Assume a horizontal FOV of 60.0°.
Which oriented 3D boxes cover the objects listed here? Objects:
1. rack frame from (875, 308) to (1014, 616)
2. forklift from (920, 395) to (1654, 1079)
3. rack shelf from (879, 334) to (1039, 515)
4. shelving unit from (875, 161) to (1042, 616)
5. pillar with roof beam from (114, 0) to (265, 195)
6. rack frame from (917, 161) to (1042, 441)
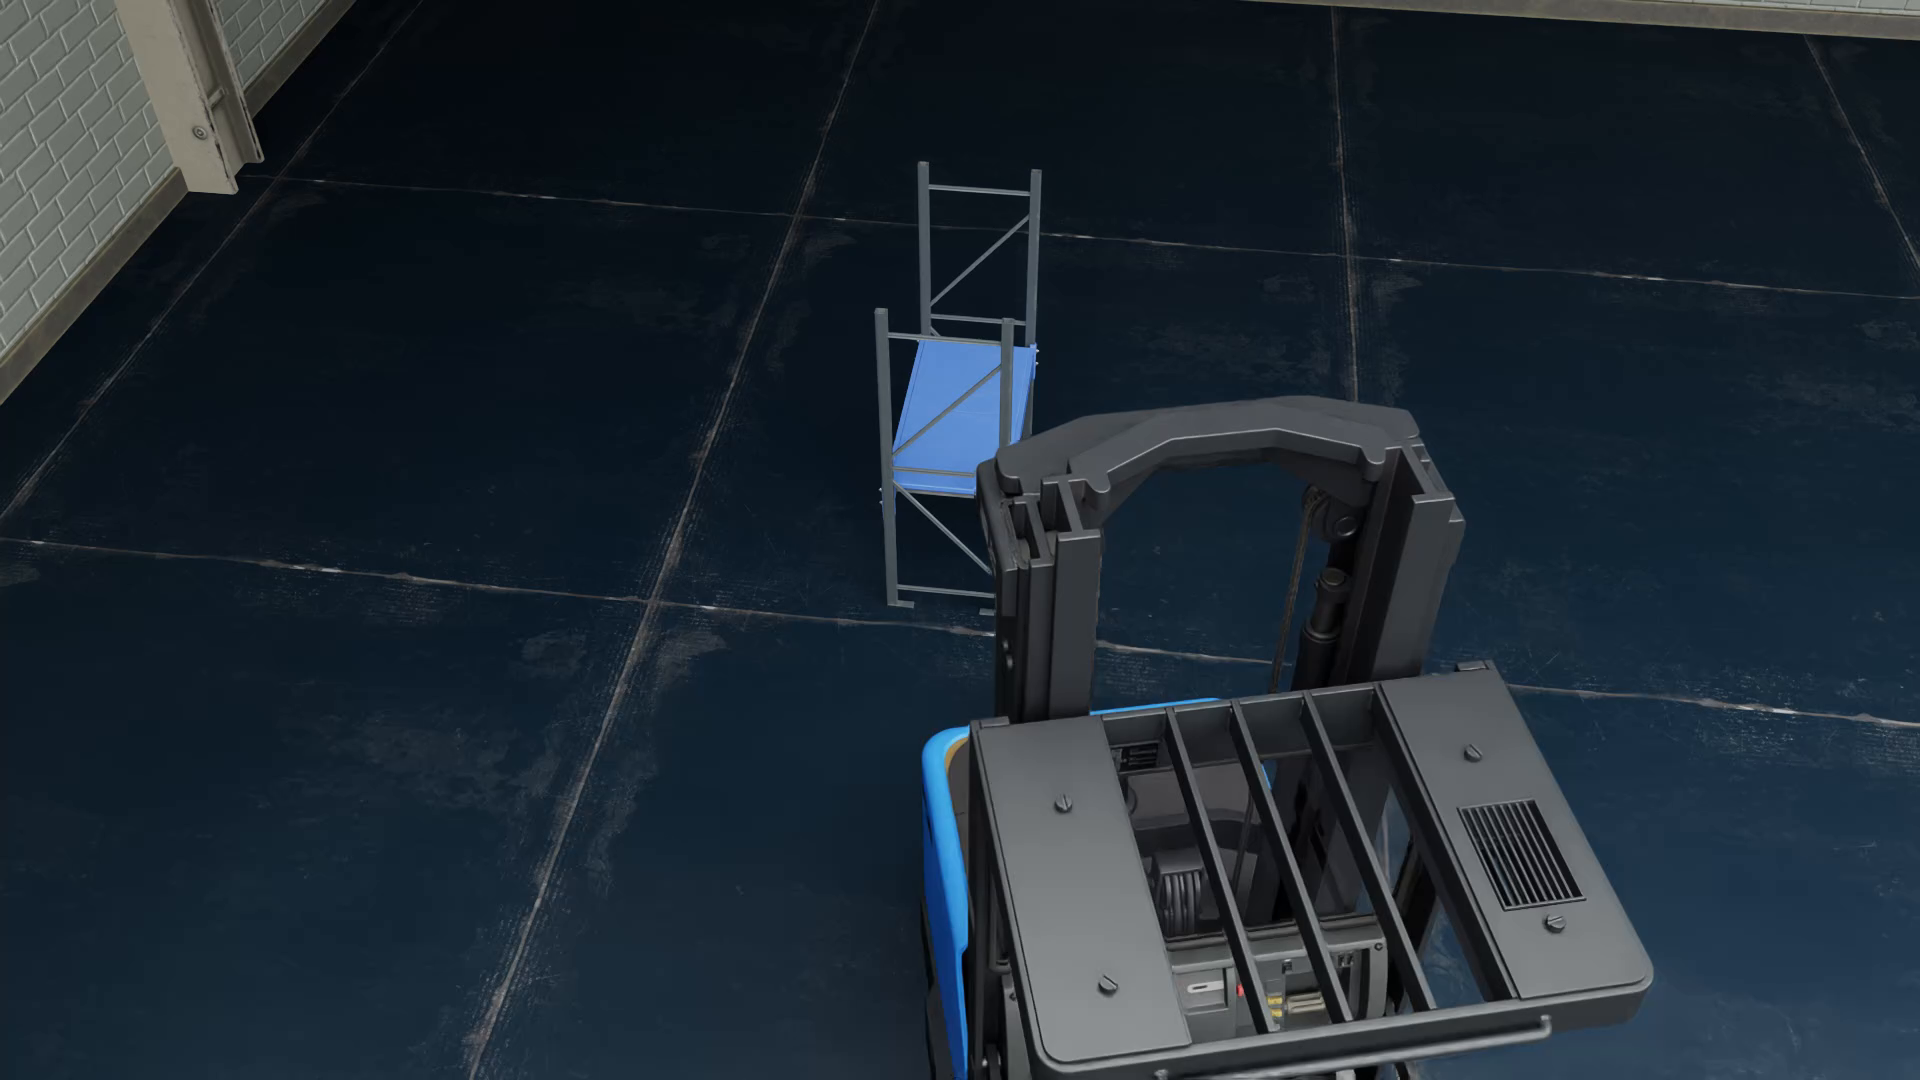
[{"bbox_3d":[-0.056,-0.256,6.452,0.500,1.500,0.032,5,44,6],"label":"rack frame"},{"bbox_3d":[0.600,1.252,3.818,1.130,2.935,3.031,-6,44,-6],"label":"forklift"},{"bbox_3d":[0.011,-0.472,6.942,0.538,0.185,1.000,5,44,6],"label":"rack shelf"},{"bbox_3d":[0.011,-0.603,6.818,0.538,1.500,1.048,5,44,6],"label":"shelving unit"},{"bbox_3d":[0.077,-4.961,5.967,9.100,9.000,0.400,5,44,6],"label":"pillar with roof beam"},{"bbox_3d":[0.078,-0.949,7.184,0.500,1.500,0.032,5,44,6],"label":"rack frame"}]
